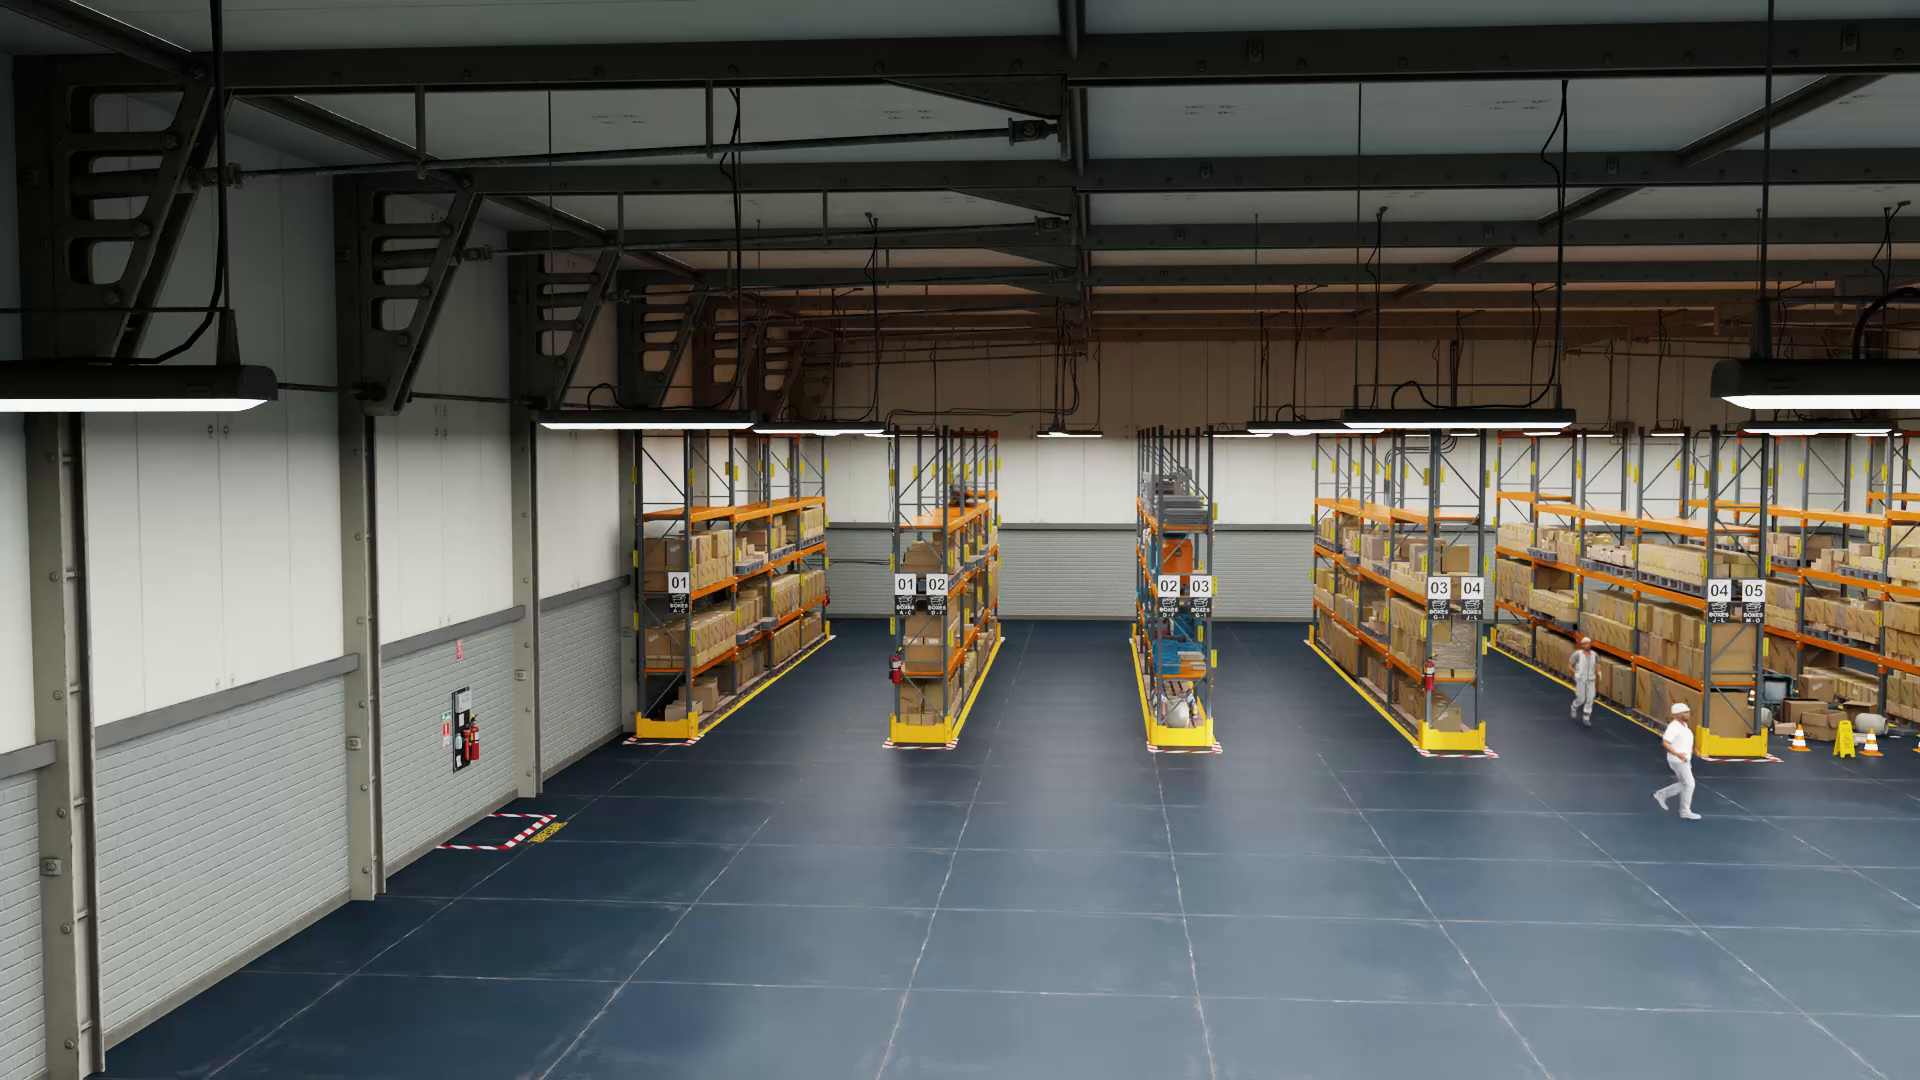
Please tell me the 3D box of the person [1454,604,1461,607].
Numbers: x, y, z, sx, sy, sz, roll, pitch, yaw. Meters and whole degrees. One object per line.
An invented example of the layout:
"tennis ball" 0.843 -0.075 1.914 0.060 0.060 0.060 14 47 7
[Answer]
"person" 13.512 2.183 45.228 0.714 1.724 0.858 1 4 14

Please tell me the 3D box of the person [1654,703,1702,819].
"person" 10.909 3.336 25.209 0.676 1.738 0.730 3 4 37

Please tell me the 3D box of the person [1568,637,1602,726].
"person" 12.601 2.831 33.539 0.683 1.771 0.717 0 3 -1
